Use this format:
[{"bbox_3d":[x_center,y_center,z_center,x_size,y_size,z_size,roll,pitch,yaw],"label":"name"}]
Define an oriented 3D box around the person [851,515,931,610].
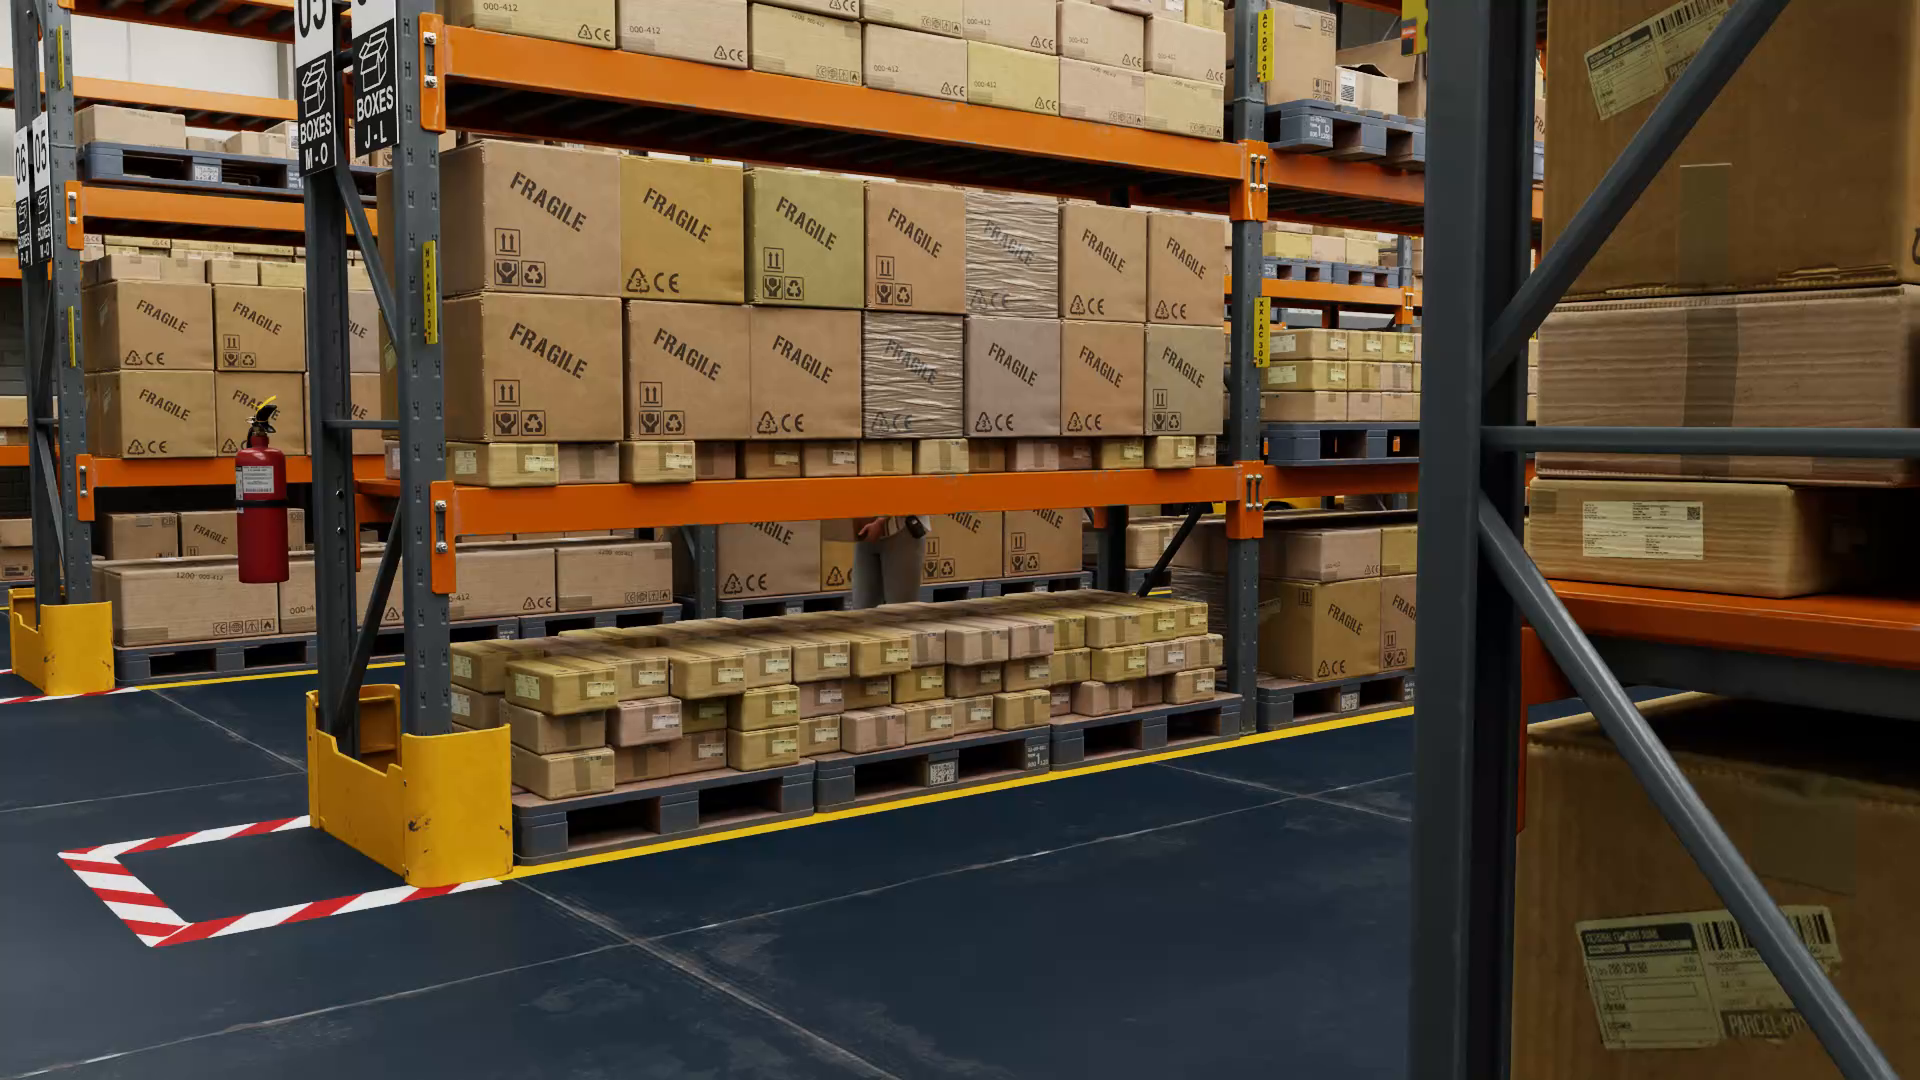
[{"bbox_3d":[-0.424,-0.015,9.018,0.493,1.767,0.566,4,6,43],"label":"person"}]
